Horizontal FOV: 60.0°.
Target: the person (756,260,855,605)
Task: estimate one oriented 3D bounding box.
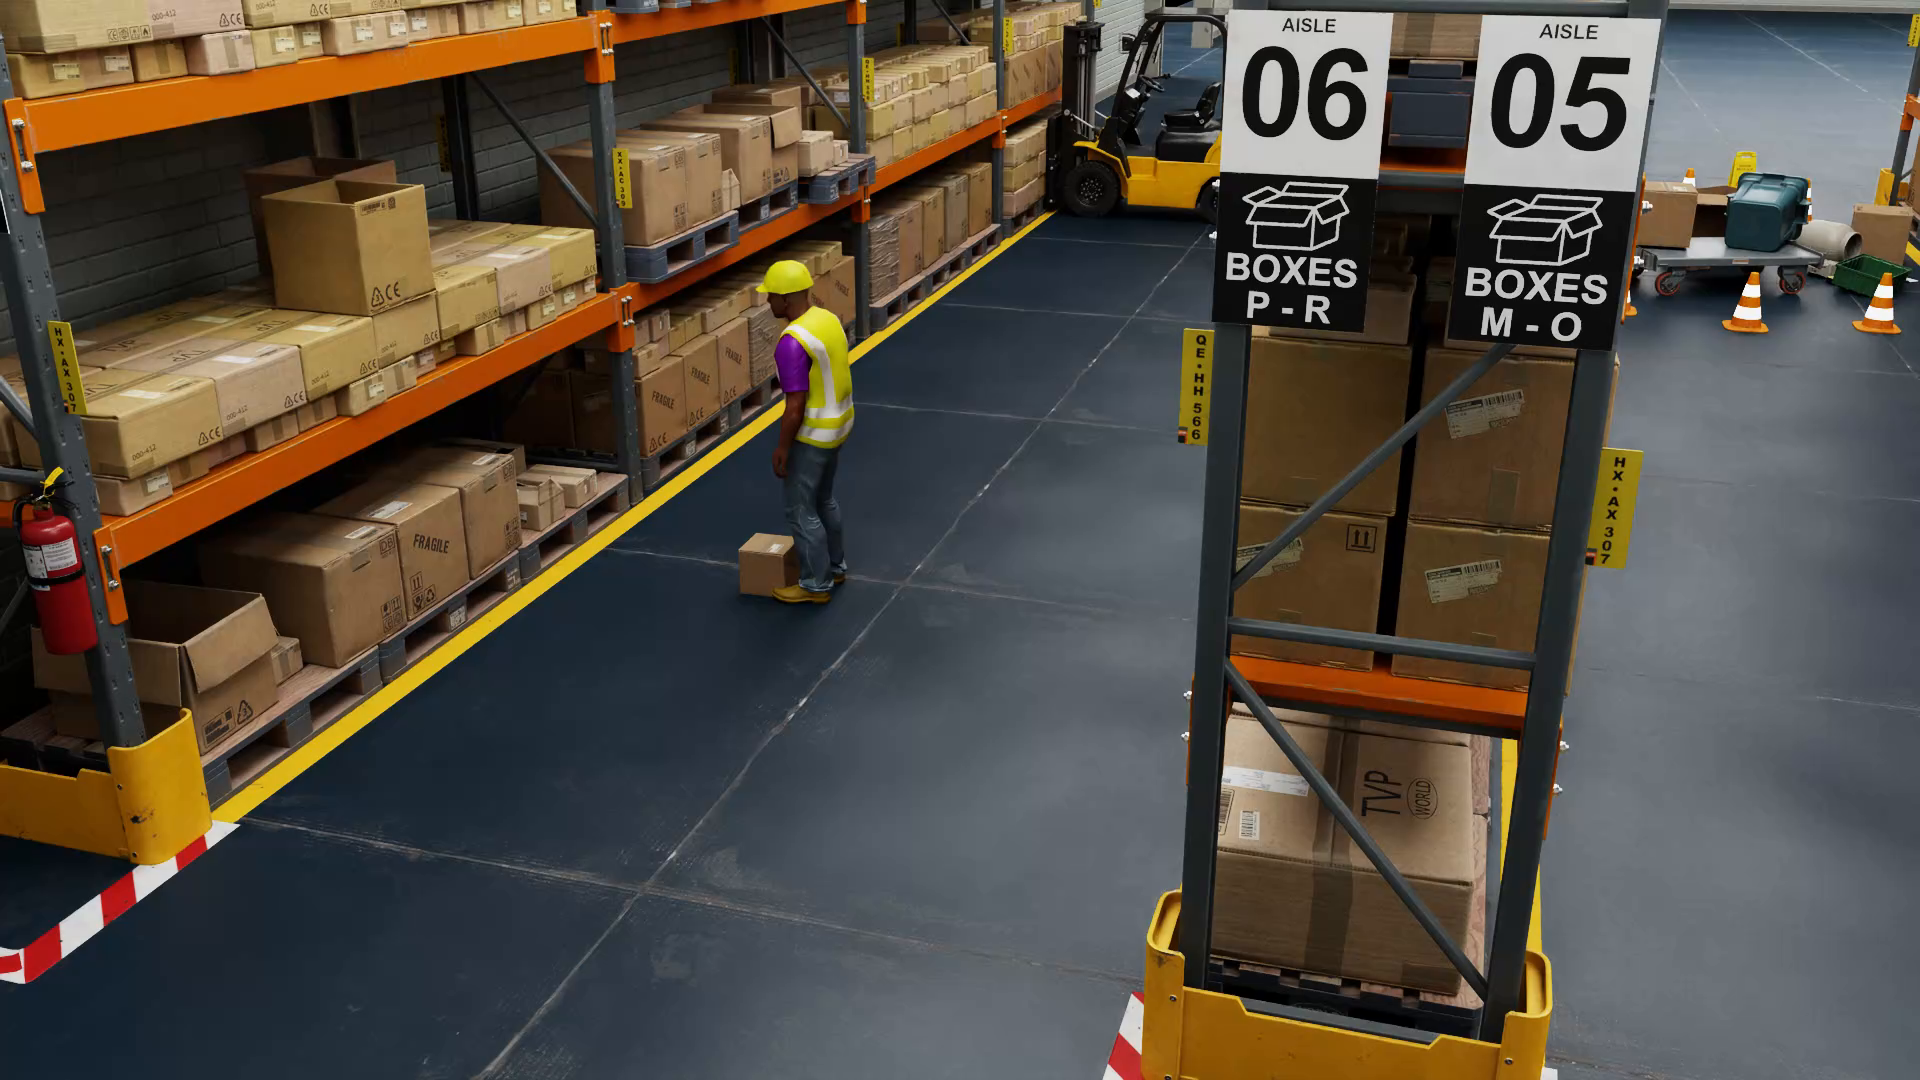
[{"bbox_3d":[-0.774,-0.547,8.429,0.456,1.761,0.628,7,23,16],"label":"person"}]
